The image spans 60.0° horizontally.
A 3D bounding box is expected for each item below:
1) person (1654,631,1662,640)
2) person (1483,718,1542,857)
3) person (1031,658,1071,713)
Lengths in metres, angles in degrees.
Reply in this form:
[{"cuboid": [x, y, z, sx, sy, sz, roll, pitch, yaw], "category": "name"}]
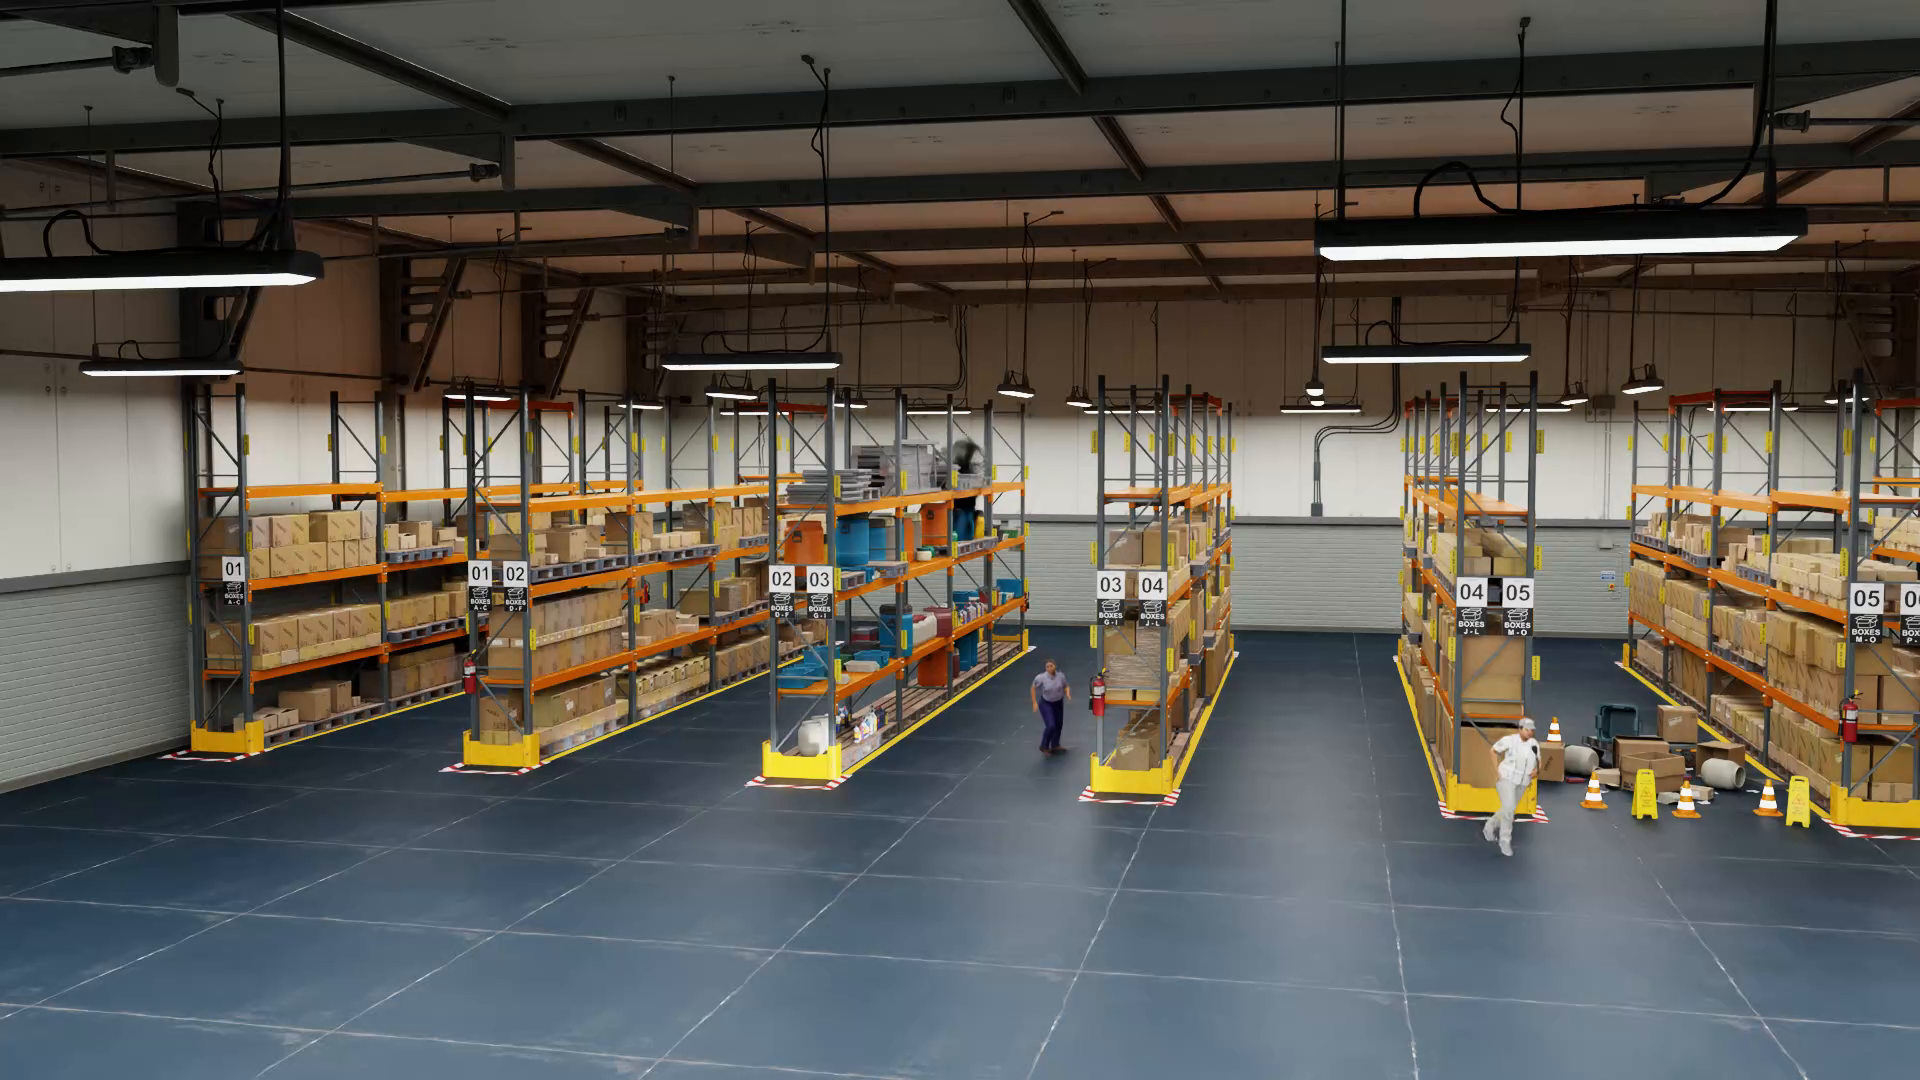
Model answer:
[{"cuboid": [16.962, 1.815, 39.917, 0.780, 1.642, 0.667, 0, 3, -2], "category": "person"}, {"cuboid": [6.844, 3.003, 20.603, 0.732, 1.621, 0.854, -1, 3, -18], "category": "person"}, {"cuboid": [1.532, 2.359, 26.824, 0.588, 0.882, 0.604, -2, 4, -29], "category": "person"}]
